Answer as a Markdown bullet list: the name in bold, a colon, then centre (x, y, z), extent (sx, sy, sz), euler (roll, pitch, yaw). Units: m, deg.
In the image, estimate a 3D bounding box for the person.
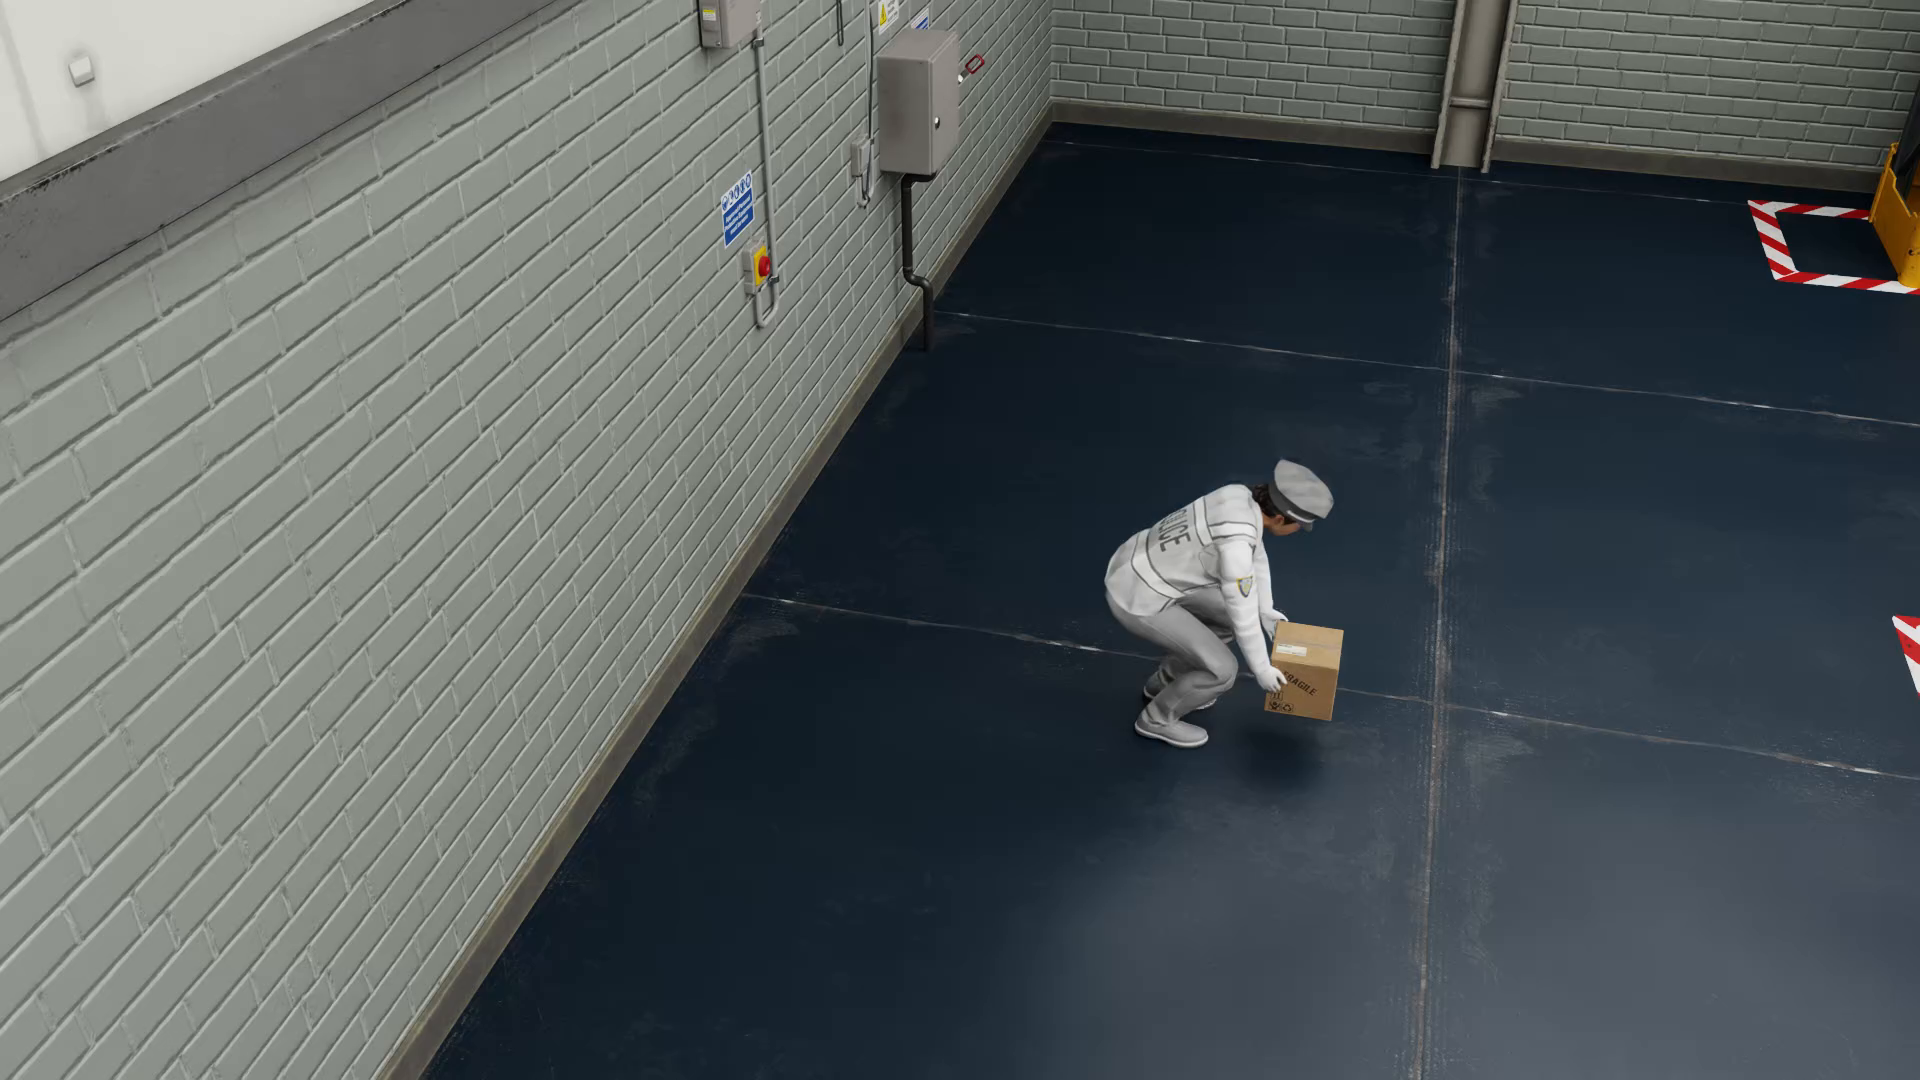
- **person**: centre (0.950, 0.213, 6.277), extent (0.796, 1.163, 0.520), euler (8, 34, 12)
